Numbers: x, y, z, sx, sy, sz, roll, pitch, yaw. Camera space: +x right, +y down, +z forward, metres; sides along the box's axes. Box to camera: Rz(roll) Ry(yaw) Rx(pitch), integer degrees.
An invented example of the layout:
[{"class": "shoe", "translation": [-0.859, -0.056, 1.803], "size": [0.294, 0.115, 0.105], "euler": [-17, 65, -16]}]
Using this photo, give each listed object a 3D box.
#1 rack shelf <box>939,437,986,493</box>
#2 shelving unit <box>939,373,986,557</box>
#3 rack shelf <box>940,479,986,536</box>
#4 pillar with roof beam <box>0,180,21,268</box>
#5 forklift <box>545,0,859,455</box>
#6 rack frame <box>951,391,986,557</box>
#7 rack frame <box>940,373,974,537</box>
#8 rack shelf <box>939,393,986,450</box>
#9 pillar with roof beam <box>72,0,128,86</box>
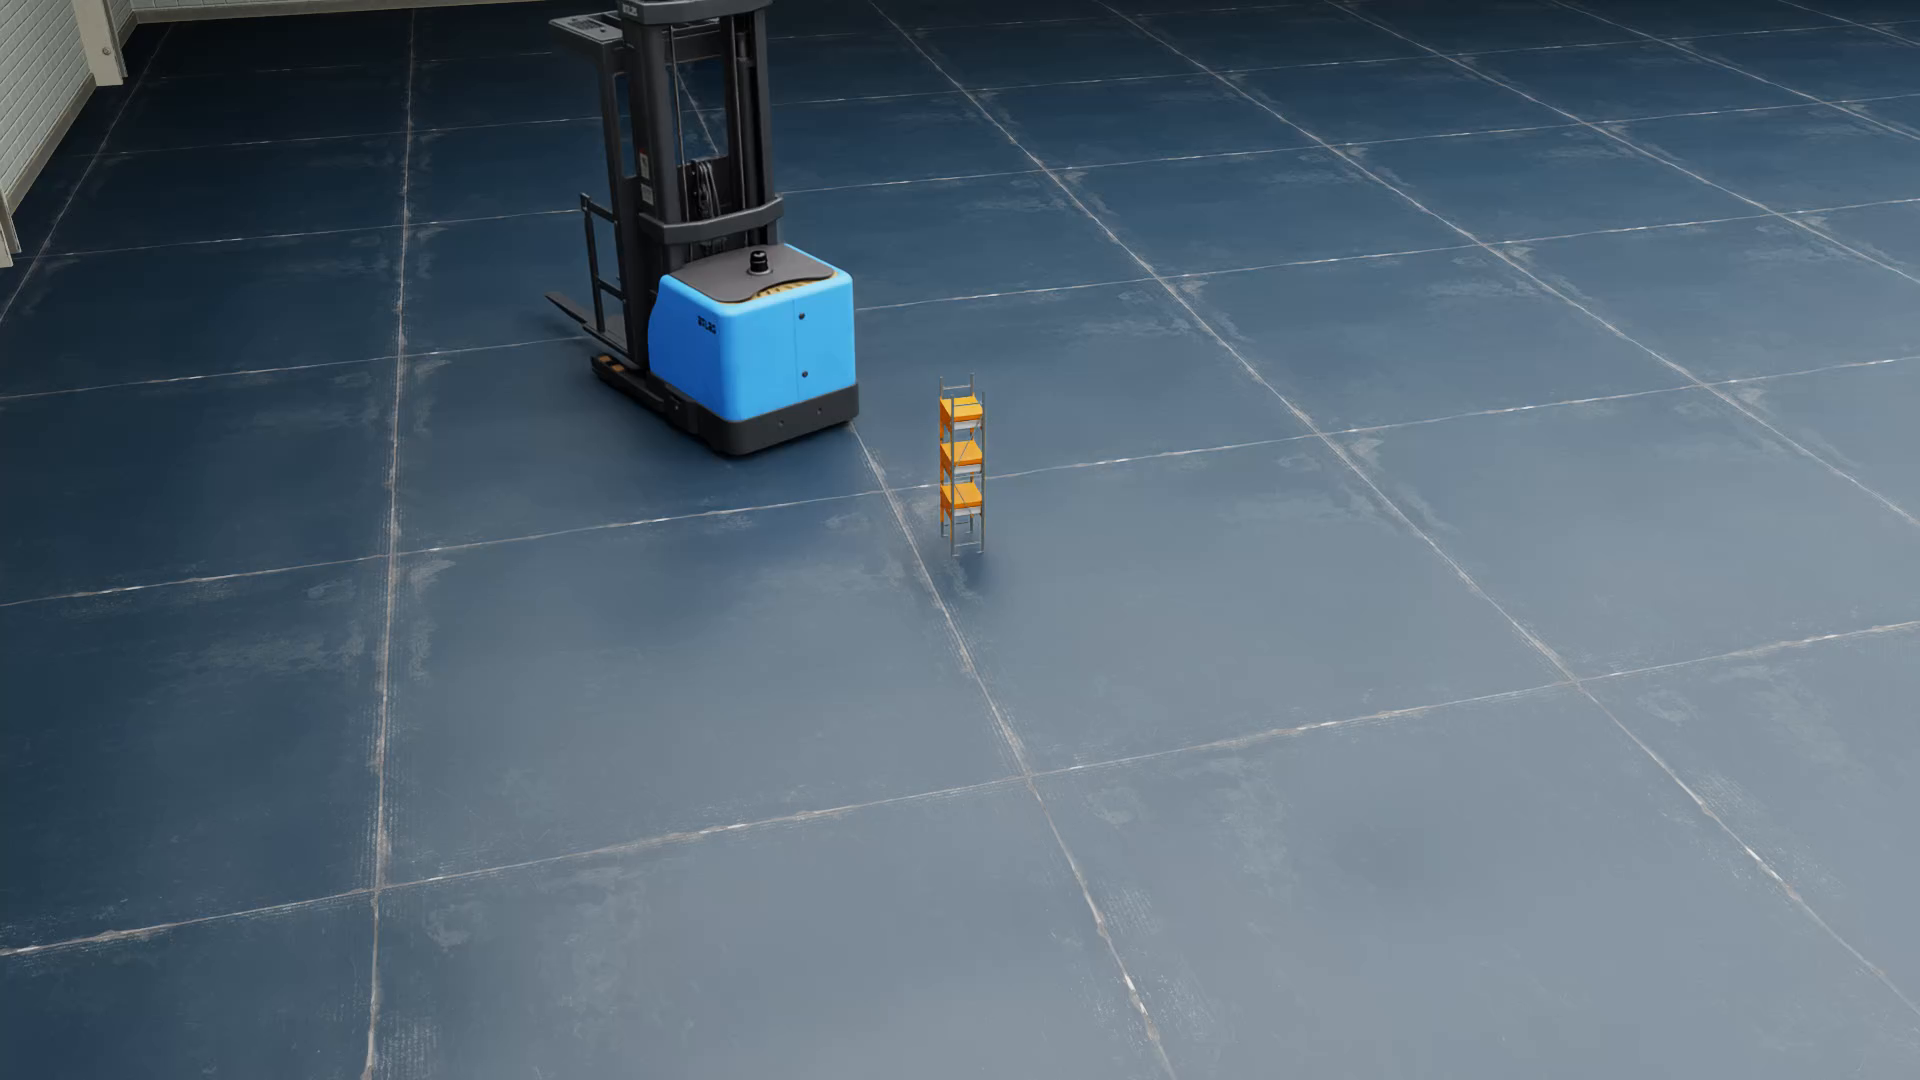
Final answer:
[{"class": "rack shelf", "translation": [0.014, -0.419, 9.679], "size": [0.215, 0.259, 0.240], "euler": [-8, 31, -13]}, {"class": "shelving unit", "translation": [0.014, -0.429, 9.673], "size": [0.215, 1.050, 0.252], "euler": [-8, 31, -13]}, {"class": "rack shelf", "translation": [0.014, -0.179, 9.818], "size": [0.215, 0.259, 0.240], "euler": [-8, 31, -13]}, {"class": "pillar with roof beam", "translation": [-4.002, -6.835, 12.808], "size": [9.100, 9.000, 0.400], "euler": [-8, 31, -13]}, {"class": "forklift", "translation": [-1.999, -2.492, 11.360], "size": [1.130, 2.935, 3.031], "euler": [-22, 37, -33]}, {"class": "rack frame", "translation": [0.047, -0.370, 9.572], "size": [0.200, 1.050, 0.008], "euler": [-8, 31, -13]}, {"class": "rack frame", "translation": [-0.018, -0.487, 9.775], "size": [0.200, 1.050, 0.008], "euler": [-8, 31, -13]}, {"class": "rack shelf", "translation": [0.014, -0.665, 9.537], "size": [0.215, 0.259, 0.240], "euler": [-8, 31, -13]}, {"class": "pillar with roof beam", "translation": [-5.594, -9.733, 17.814], "size": [9.100, 9.000, 0.400], "euler": [-8, 31, -13]}]
